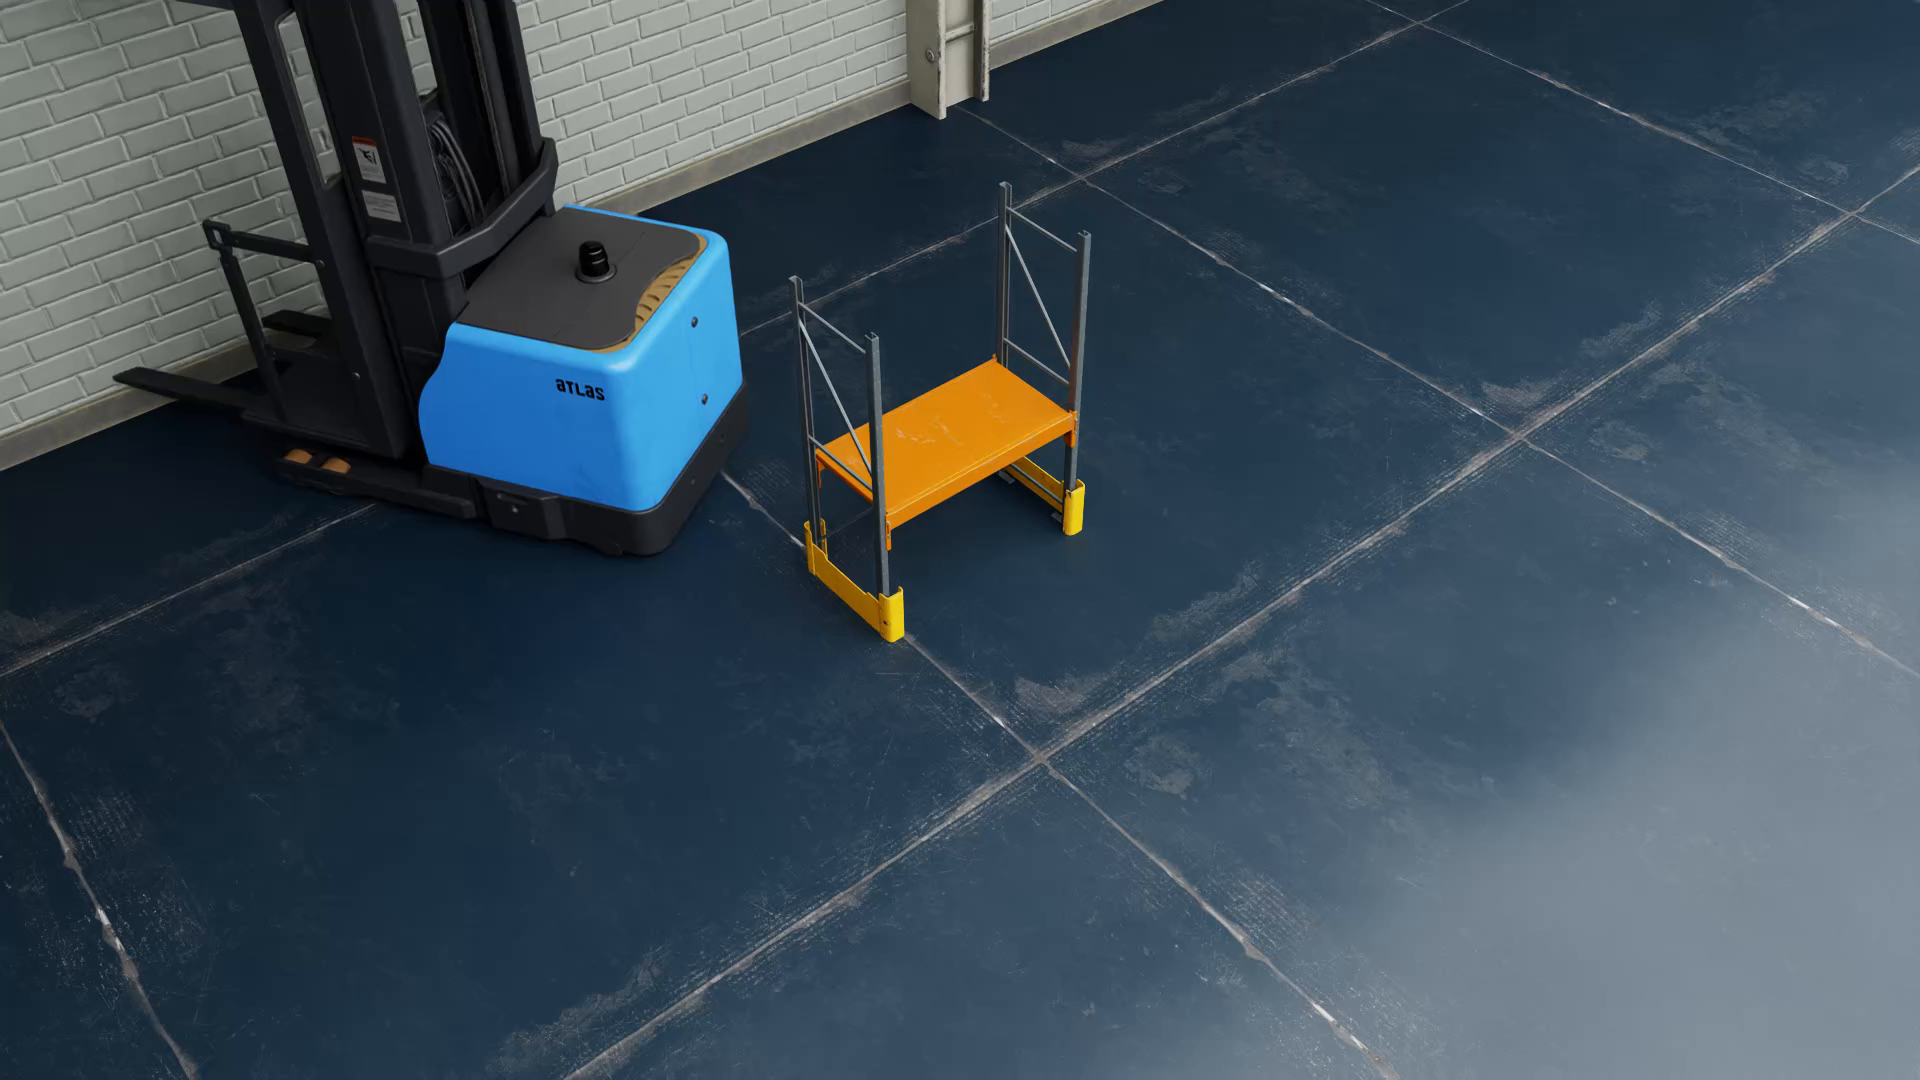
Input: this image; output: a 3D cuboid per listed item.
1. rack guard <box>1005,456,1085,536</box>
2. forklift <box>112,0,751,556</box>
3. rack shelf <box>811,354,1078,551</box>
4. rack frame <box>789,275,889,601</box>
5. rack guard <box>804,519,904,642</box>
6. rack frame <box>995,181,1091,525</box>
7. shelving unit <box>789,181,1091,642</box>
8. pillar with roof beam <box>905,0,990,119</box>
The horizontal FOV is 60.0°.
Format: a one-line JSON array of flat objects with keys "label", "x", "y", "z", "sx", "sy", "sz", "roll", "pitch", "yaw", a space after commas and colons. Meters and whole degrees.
[{"label": "rack guard", "x": 0.324, "y": -0.276, "z": 7.362, "sx": 0.087, "sy": 0.250, "sz": 0.587, "roll": -30, "pitch": 51, "yaw": -28}, {"label": "forklift", "x": -2.549, "y": -1.599, "z": 6.812, "sx": 3.031, "sy": 2.935, "sz": 1.130, "roll": 13, "pitch": 45, "yaw": 13}, {"label": "rack shelf", "x": -0.065, "y": -0.378, "z": 6.820, "sx": 1.000, "sy": 0.185, "sz": 0.538, "roll": -30, "pitch": 51, "yaw": -28}, {"label": "rack frame", "x": -0.455, "y": -0.286, "z": 6.459, "sx": 0.032, "sy": 1.500, "sz": 0.500, "roll": -30, "pitch": 51, "yaw": -28}, {"label": "rack guard", "x": -0.440, "y": 0.161, "z": 6.896, "sx": 0.087, "sy": 0.250, "sz": 0.587, "roll": -30, "pitch": 51, "yaw": -28}, {"label": "rack frame", "x": 0.324, "y": -0.733, "z": 6.934, "sx": 0.032, "sy": 1.500, "sz": 0.500, "roll": -30, "pitch": 51, "yaw": -28}, {"label": "shelving unit", "x": -0.058, "y": -0.513, "z": 6.701, "sx": 1.083, "sy": 1.500, "sz": 0.587, "roll": -30, "pitch": 51, "yaw": -28}, {"label": "pillar with roof beam", "x": 2.692, "y": -3.695, "z": 4.611, "sx": 0.400, "sy": 9.000, "sz": 9.100, "roll": -30, "pitch": 51, "yaw": -28}]
